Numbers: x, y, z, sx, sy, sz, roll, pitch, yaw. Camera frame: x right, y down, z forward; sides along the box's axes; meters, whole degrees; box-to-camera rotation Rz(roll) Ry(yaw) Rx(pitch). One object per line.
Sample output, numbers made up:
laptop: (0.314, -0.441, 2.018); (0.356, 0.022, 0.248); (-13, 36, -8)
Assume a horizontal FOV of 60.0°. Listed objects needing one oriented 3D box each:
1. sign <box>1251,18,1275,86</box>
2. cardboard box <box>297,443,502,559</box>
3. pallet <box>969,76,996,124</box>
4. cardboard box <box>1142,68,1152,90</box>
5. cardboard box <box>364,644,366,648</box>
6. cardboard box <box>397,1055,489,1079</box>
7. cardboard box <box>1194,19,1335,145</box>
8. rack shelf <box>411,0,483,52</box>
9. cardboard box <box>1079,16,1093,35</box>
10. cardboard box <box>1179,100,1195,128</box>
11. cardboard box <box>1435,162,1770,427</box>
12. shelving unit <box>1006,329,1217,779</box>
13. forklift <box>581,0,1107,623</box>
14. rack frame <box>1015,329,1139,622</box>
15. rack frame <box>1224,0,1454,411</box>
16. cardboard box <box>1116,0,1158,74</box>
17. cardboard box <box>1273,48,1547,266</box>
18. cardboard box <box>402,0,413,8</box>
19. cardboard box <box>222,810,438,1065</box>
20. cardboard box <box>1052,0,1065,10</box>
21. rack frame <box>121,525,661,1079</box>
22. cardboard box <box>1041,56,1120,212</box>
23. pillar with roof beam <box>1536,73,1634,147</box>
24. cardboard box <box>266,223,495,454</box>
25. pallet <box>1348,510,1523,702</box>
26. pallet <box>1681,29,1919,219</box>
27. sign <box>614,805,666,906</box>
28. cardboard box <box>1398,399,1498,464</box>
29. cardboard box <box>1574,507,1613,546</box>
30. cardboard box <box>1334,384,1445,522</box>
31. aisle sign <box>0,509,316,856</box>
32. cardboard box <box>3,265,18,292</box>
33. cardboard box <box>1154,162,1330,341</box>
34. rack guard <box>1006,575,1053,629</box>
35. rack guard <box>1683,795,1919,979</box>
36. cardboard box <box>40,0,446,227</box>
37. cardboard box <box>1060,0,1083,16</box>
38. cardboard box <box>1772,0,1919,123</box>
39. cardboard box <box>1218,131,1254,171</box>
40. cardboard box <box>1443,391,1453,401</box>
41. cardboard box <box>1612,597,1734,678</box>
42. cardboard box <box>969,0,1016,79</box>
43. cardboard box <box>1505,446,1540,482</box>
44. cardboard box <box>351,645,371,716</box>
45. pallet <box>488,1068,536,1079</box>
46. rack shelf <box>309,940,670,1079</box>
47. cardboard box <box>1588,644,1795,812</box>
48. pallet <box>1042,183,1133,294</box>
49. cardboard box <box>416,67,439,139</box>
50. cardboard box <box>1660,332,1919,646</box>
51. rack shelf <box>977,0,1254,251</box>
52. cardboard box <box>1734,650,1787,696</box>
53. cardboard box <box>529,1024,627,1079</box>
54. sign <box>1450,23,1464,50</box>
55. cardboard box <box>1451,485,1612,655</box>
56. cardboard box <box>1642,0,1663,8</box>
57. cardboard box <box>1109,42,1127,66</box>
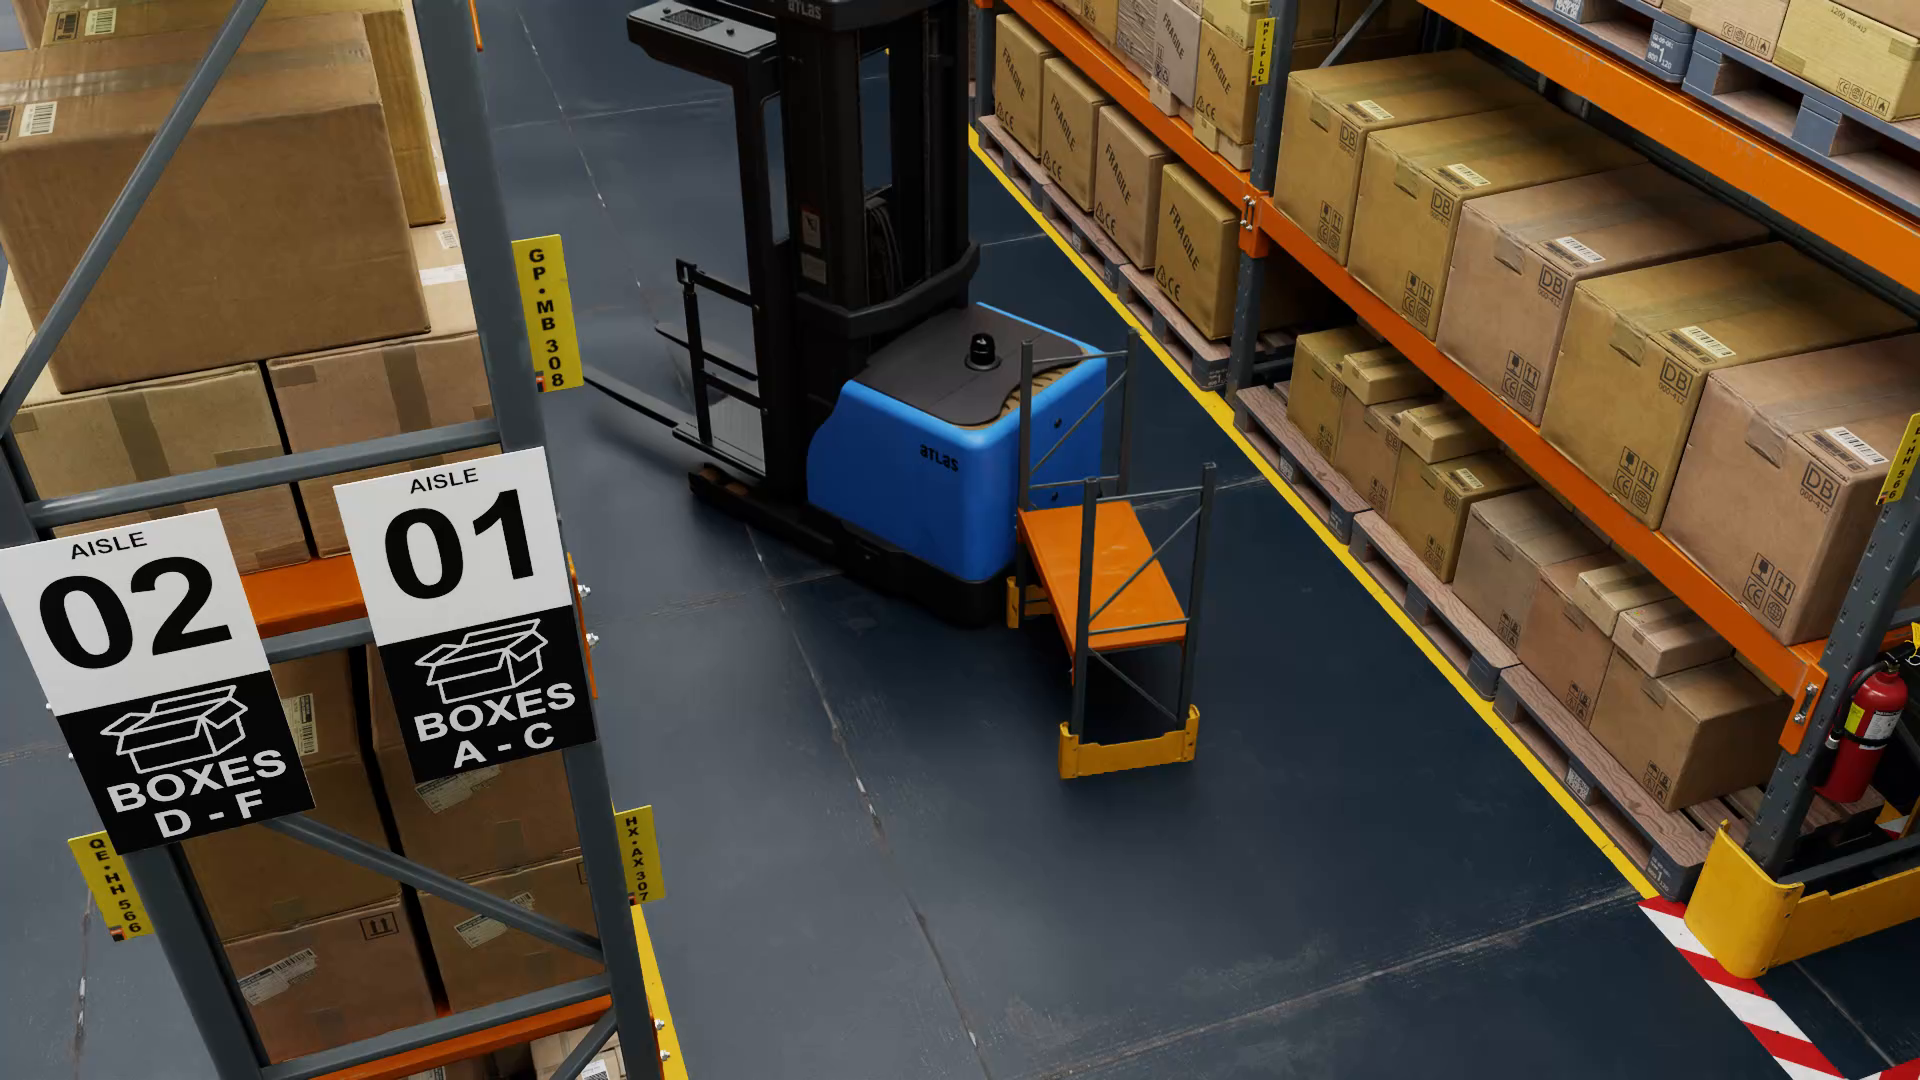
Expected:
sign: (1.471, -2.366, 8.062); (0.100, 0.325, 0.005); (-12, 39, -16)
cardboard box: (-1.234, -0.247, 3.776); (0.500, 0.250, 0.500); (-12, 39, -16)
pallet: (0.333, -3.641, 12.968); (1.003, 0.211, 1.213); (-12, 39, -16)
cardboard box: (1.271, -2.675, 9.561); (0.380, 0.149, 0.250); (-12, 39, -16)
cardboard box: (-1.388, 0.196, 4.643); (0.500, 0.500, 0.500); (-12, 39, -15)
cardboard box: (-1.715, 1.801, 5.138); (0.500, 0.500, 0.500); (-12, 39, -16)
cardboard box: (1.582, -2.428, 8.694); (0.500, 0.500, 0.500); (-13, 39, -17)
rack shelf: (-1.985, -2.003, 4.091); (1.077, 0.370, 4.000); (-12, 39, -16)
cardboard box: (0.965, -3.265, 10.345); (0.380, 0.149, 0.250); (-12, 39, -15)
cardboard box: (1.439, -2.386, 9.178); (0.380, 0.149, 0.250); (-11, 38, -15)
cardboard box: (2.654, -1.041, 6.949); (0.980, 0.700, 0.700); (-14, 39, -18)
shelving unit: (0.607, 0.054, 6.992); (0.587, 1.500, 1.083); (-7, 38, -9)
forklift: (-0.764, -1.521, 7.893); (3.031, 2.935, 1.130); (26, 44, 30)
rack frame: (0.504, -0.251, 7.397); (0.500, 1.500, 0.032); (-7, 38, -9)
rack frame: (1.977, -2.053, 8.543); (1.000, 3.000, 0.127); (-12, 39, -16)
cardboard box: (1.232, -3.000, 9.453); (0.500, 0.500, 0.500); (-12, 39, -16)
cardboard box: (2.148, -1.863, 8.041); (0.980, 0.700, 0.700); (-12, 39, -15)
cardboard box: (-1.912, -1.579, 5.129); (0.500, 0.250, 0.500); (-12, 39, -16)
cardboard box: (-1.706, 0.998, 4.410); (0.500, 0.500, 0.500); (-11, 38, -15)
cardboard box: (0.789, -3.558, 10.733); (0.380, 0.149, 0.250); (-13, 39, -16)
rack frame: (-1.296, 1.234, 4.179); (1.000, 3.000, 0.127); (-12, 39, -16)
cardboard box: (1.026, -2.683, 10.817); (0.750, 0.750, 0.750); (-13, 39, -16)
pillar with roof beam: (-1.012, -3.342, 5.267); (9.100, 9.000, 0.400); (-12, 39, -16)
cardboard box: (-1.229, -0.448, 3.628); (0.500, 0.250, 0.500); (-12, 39, -16)
pallet: (2.589, 0.197, 7.874); (1.003, 0.211, 1.213); (-12, 39, -16)
pallet: (3.088, -1.373, 5.221); (1.003, 0.211, 1.213); (-12, 39, -16)
sign: (-0.787, 0.776, 4.067); (0.100, 0.325, 0.005); (-12, 39, -16)
cardboard box: (2.264, -0.512, 7.686); (0.380, 0.149, 0.250); (-14, 39, -17)
cardboard box: (2.901, -0.138, 7.190); (0.380, 0.149, 0.250); (-12, 39, -15)
cardboard box: (2.308, -0.494, 8.202); (0.700, 0.500, 0.500); (-13, 39, -16)
aisle sign: (-1.560, 0.298, 3.261); (0.394, 0.787, 0.004); (-12, 39, -16)
cardboard box: (-1.885, -0.623, 3.861); (0.500, 0.250, 0.500); (-12, 39, -16)
cardboard box: (1.631, -1.702, 9.515); (0.750, 0.750, 0.750); (-12, 39, -15)
rack guard: (0.508, 0.260, 7.758); (0.587, 0.250, 0.087); (-7, 38, -9)
rack guard: (3.362, 1.219, 6.277); (1.175, 0.500, 0.348); (-12, 39, -16)
cardboard box: (-1.581, -0.990, 3.724); (0.700, 0.500, 0.500); (-12, 39, -16)
cardboard box: (0.869, -3.574, 10.215); (0.500, 0.500, 0.500); (-13, 39, -16)
cardboard box: (2.852, -1.498, 5.006); (0.500, 0.250, 0.500); (-11, 38, -15)
cardboard box: (1.595, -2.093, 8.788); (0.380, 0.149, 0.250); (-12, 39, -16)
cardboard box: (2.549, -0.715, 7.956); (0.380, 0.149, 0.250); (-14, 39, -17)
cardboard box: (2.803, 0.369, 6.517); (0.380, 0.149, 0.250); (-13, 39, -16)
cardboard box: (0.304, -3.886, 12.688); (0.700, 0.500, 0.500); (-12, 39, -15)
cardboard box: (2.725, -0.426, 7.573); (0.380, 0.149, 0.250); (-13, 39, -17)
cardboard box: (-1.882, 0.315, 4.485); (0.500, 0.500, 0.500); (-11, 38, -15)
pallet: (-1.598, 1.855, 5.672); (1.003, 0.211, 1.213); (-12, 39, -16)
rack shelf: (-1.985, 0.392, 5.895); (1.077, 0.370, 4.000); (-12, 39, -16)
cardboard box: (3.019, 0.663, 6.666); (0.700, 0.500, 0.500); (-12, 39, -16)
pallet: (1.217, -2.050, 10.856); (1.003, 0.211, 1.213); (-12, 39, -16)
cardboard box: (-1.572, -1.013, 4.378); (0.500, 0.250, 0.500); (-12, 39, -16)
cardboard box: (3.169, -0.199, 5.833); (0.980, 0.700, 0.700); (-11, 38, -14)
rack shelf: (1.289, -2.896, 10.259); (1.077, 0.370, 4.000); (-12, 39, -16)
cardboard box: (3.250, 0.433, 6.432); (0.380, 0.149, 0.250); (-12, 39, -16)
cardboard box: (-1.204, 1.741, 5.495); (0.380, 0.166, 0.250); (-12, 39, -16)
sign: (2.498, -2.546, 8.412); (0.100, 0.325, 0.005); (-12, 39, -16)
cardboard box: (2.673, 0.096, 7.419); (0.700, 0.500, 0.500); (-14, 39, -17)
cardboard box: (2.488, -2.085, 5.785); (0.500, 0.250, 0.500); (-14, 39, -17)
cardboard box: (1.118, -2.972, 9.955); (0.380, 0.149, 0.250); (-11, 38, -15)
